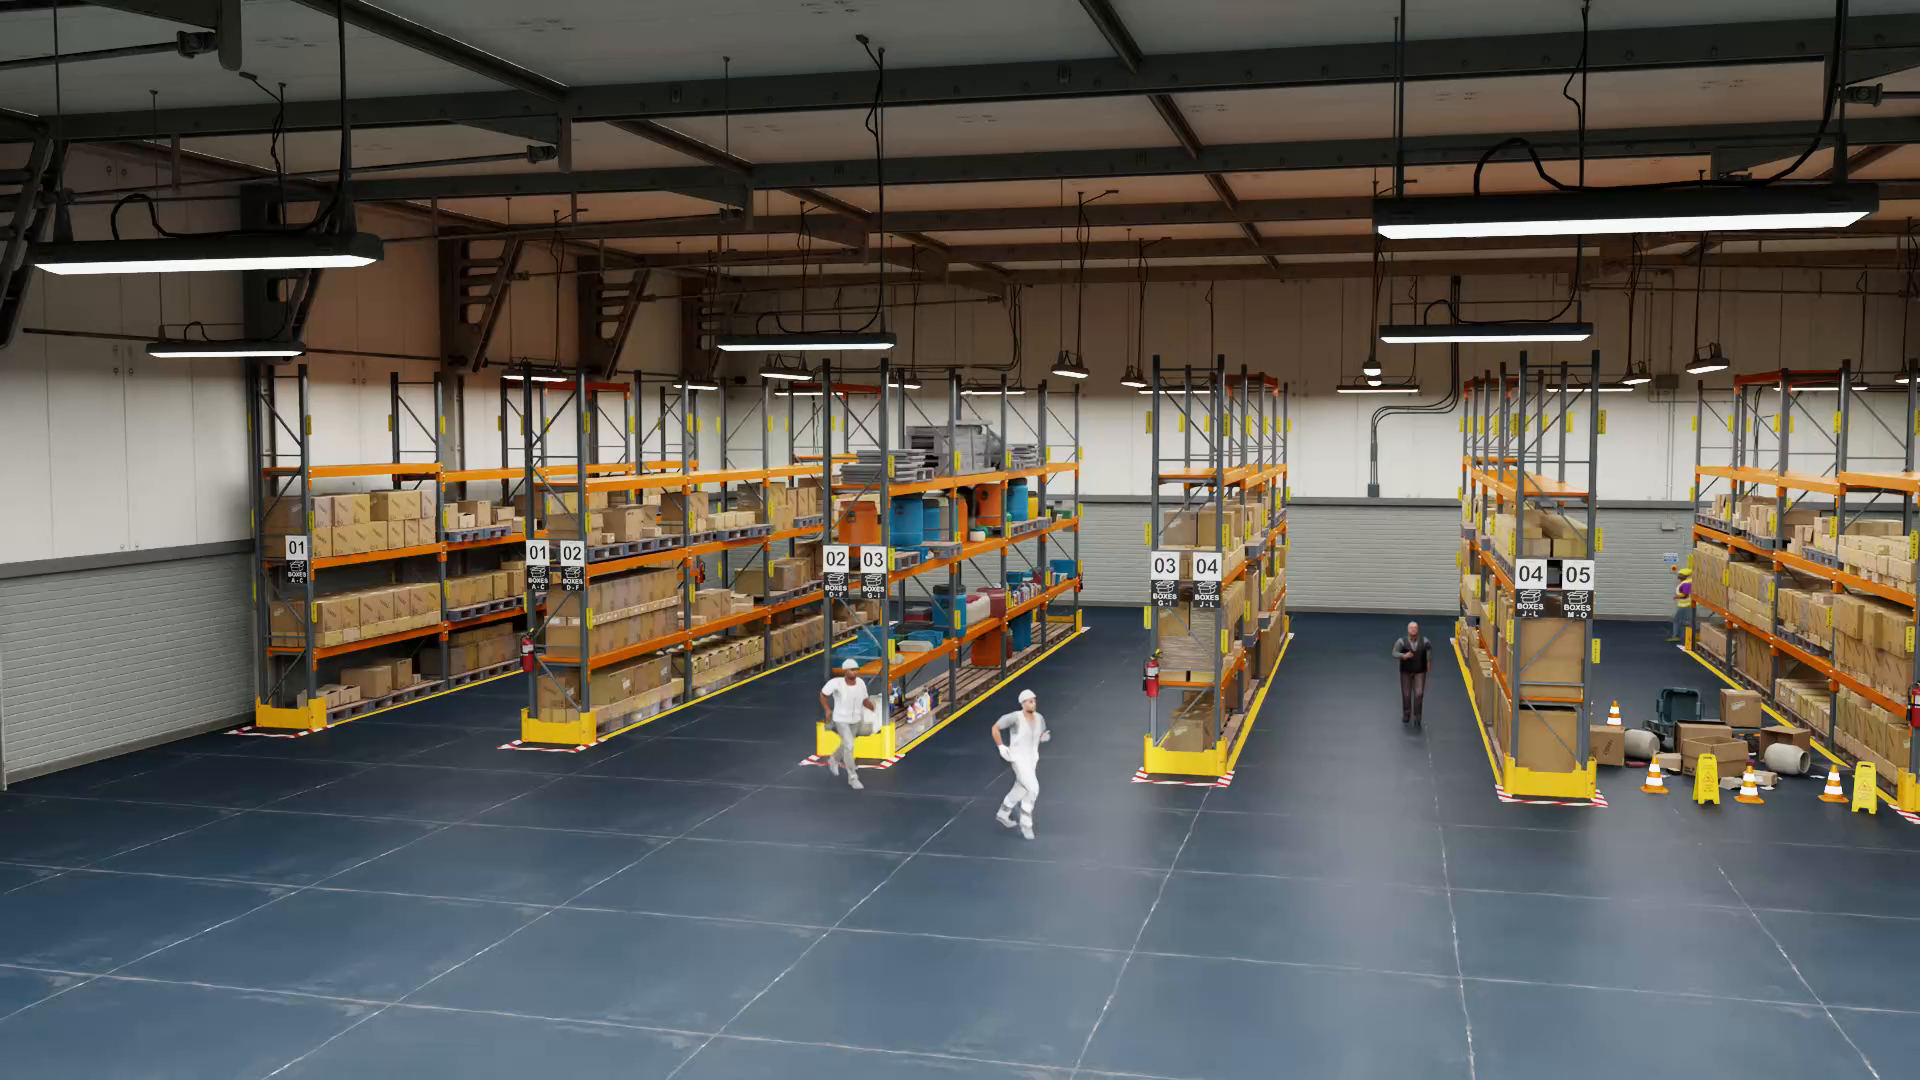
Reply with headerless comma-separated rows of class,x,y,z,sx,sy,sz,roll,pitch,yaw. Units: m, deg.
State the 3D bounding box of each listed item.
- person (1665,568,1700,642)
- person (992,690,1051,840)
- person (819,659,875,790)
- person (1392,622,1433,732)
person,16.707,1.512,38.271,0.862,1.744,0.744,2,4,27
person,0.757,2.729,20.308,0.821,1.830,0.634,4,6,45
person,-1.590,2.522,23.170,0.662,1.760,0.987,-3,5,-40
person,7.480,2.331,27.525,0.658,1.581,0.828,1,4,14
